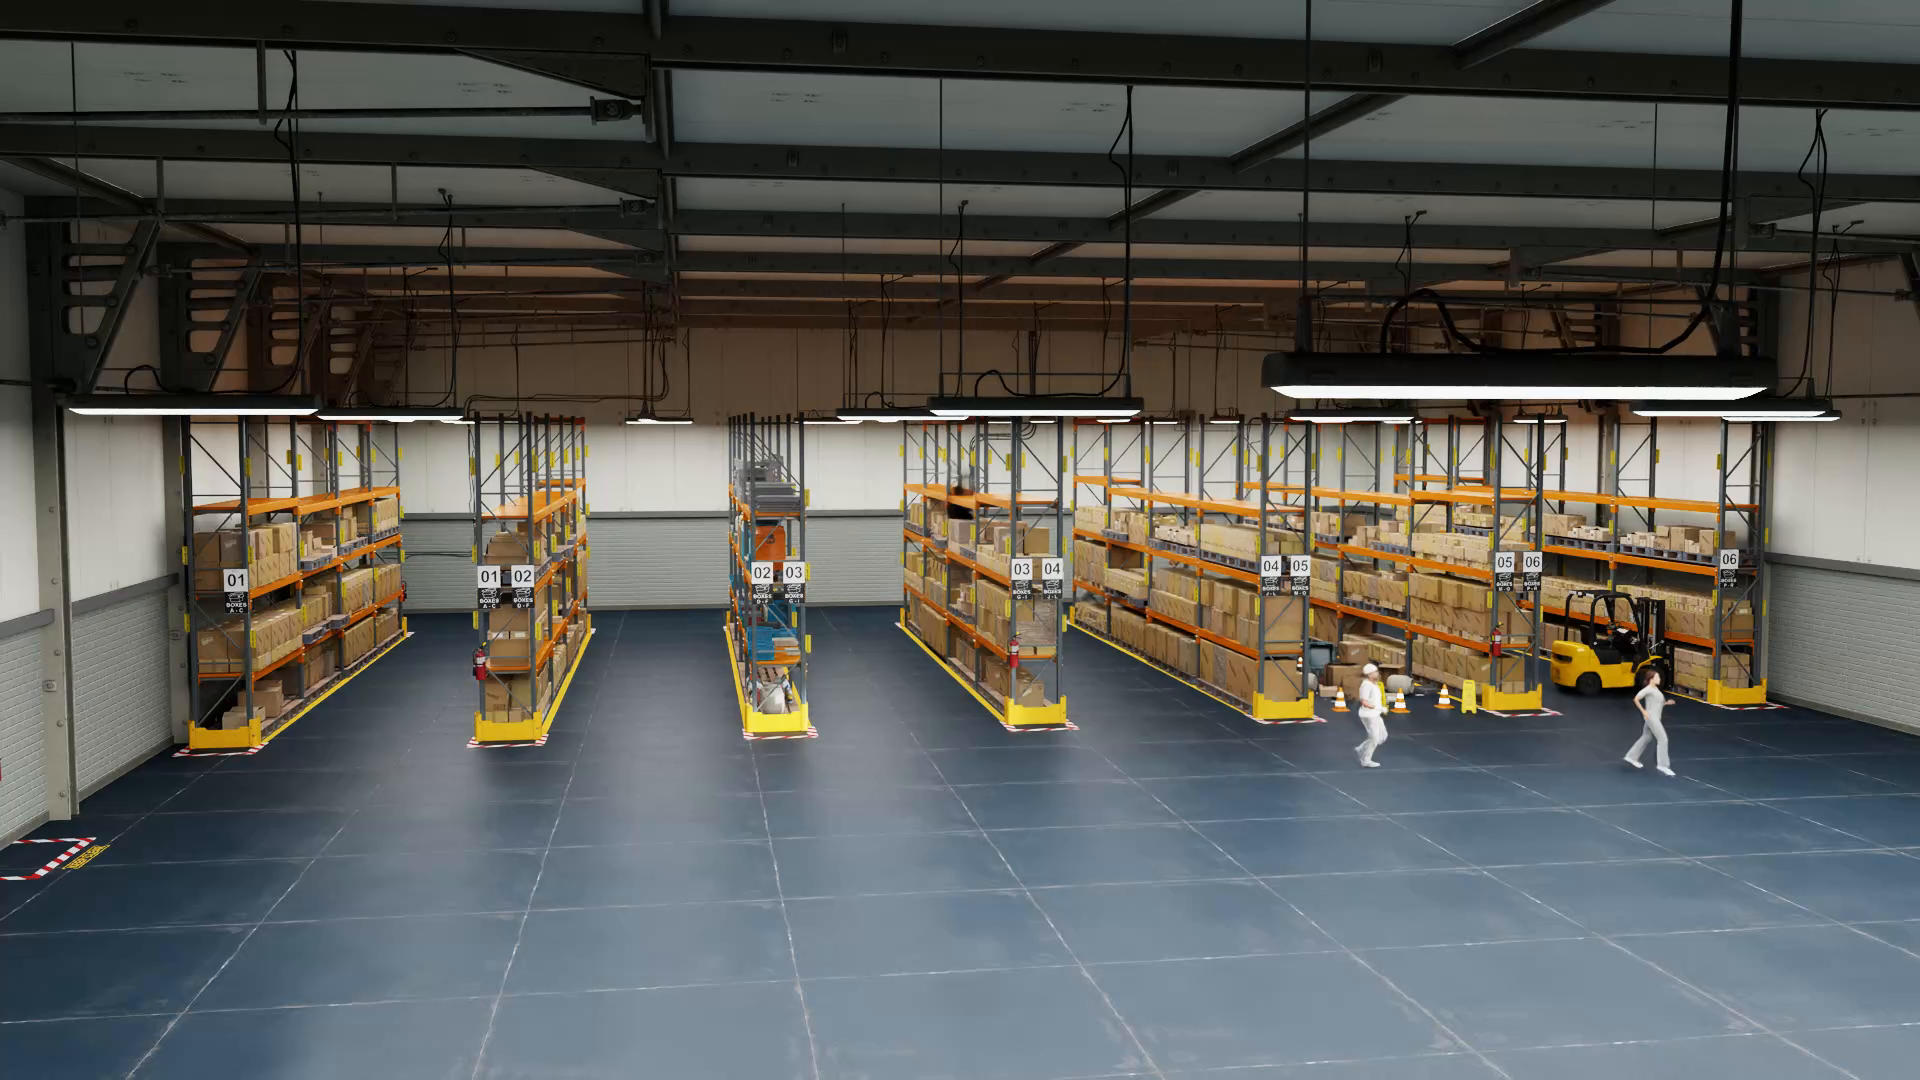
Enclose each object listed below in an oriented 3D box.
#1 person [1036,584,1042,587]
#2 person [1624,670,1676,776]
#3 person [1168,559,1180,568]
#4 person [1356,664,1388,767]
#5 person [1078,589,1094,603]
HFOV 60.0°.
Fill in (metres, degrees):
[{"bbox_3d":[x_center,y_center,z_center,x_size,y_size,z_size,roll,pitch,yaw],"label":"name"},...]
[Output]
[{"bbox_3d":[1.970,1.584,48.563,0.770,1.670,0.658,4,5,43],"label":"person"},{"bbox_3d":[11.428,3.008,27.500,0.830,1.707,0.541,2,5,33],"label":"person"},{"bbox_3d":[6.541,1.403,50.442,0.927,1.836,0.674,0,4,-2],"label":"person"},{"bbox_3d":[6.943,2.952,27.960,0.587,1.742,0.698,2,4,26],"label":"person"},{"bbox_3d":[3.863,1.496,49.913,0.635,1.792,0.665,1,4,21],"label":"person"}]
